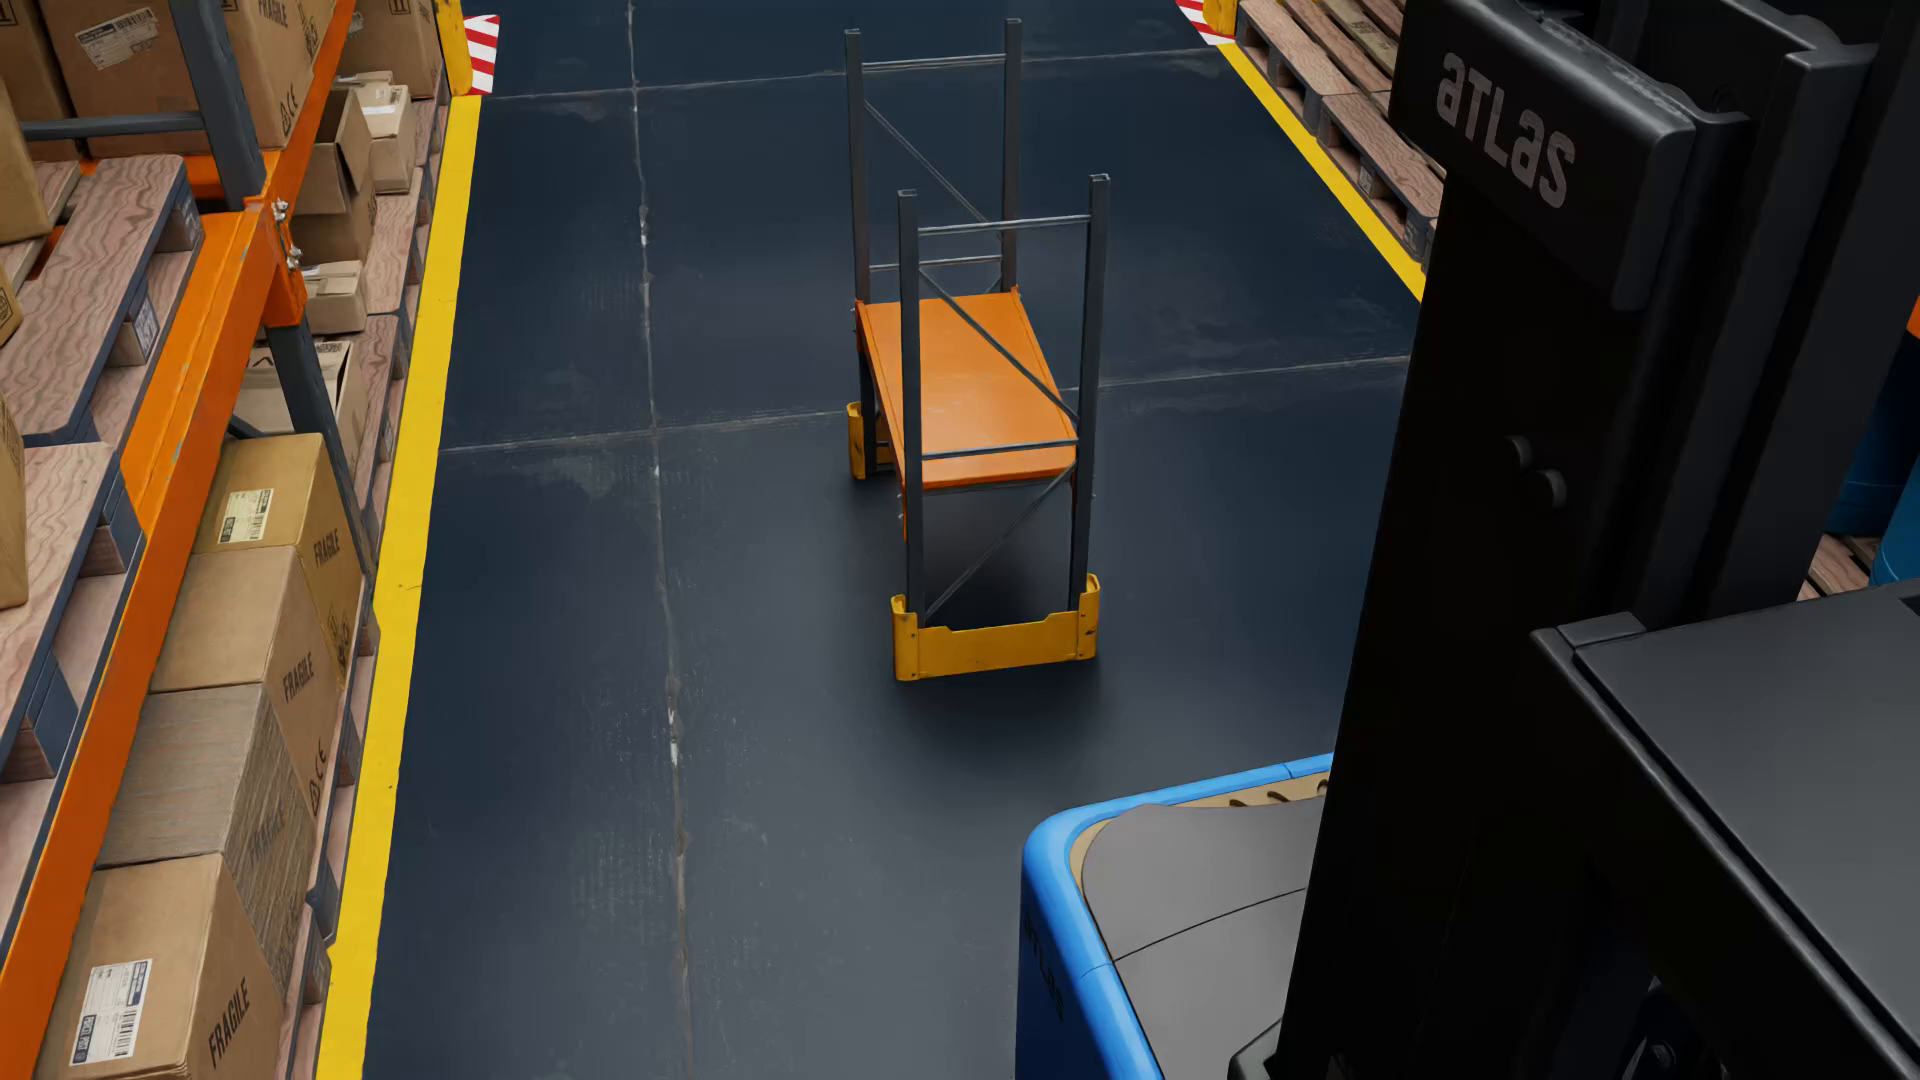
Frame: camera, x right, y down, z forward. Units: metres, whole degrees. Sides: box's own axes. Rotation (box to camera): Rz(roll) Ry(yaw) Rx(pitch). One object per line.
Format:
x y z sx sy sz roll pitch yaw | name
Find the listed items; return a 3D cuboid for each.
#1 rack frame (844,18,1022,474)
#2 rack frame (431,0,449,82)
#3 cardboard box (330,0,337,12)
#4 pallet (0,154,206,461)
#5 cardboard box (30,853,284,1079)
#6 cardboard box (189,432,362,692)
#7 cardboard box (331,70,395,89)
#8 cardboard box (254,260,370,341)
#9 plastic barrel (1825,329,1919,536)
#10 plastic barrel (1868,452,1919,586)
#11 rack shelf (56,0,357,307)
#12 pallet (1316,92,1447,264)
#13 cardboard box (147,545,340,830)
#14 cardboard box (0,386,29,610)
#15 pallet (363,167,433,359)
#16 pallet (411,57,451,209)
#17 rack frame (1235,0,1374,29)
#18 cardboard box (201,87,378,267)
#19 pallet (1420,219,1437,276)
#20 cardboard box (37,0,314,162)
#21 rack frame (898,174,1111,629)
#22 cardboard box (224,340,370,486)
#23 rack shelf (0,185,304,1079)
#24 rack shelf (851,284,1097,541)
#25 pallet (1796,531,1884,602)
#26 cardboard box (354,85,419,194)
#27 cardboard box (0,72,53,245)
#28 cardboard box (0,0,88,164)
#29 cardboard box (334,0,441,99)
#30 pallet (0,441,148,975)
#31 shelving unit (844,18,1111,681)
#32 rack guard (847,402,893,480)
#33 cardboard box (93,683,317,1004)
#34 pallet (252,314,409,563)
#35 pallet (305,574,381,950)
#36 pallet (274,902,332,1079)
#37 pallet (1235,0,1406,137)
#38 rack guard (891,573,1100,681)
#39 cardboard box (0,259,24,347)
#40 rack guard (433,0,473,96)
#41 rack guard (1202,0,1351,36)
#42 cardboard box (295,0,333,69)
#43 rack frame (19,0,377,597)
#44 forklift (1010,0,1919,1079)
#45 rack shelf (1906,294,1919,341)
-0.074 -0.848 5.119 0.500 1.500 0.032 -6 38 -8 | rack frame
-2.979 -3.414 7.200 1.000 3.000 0.127 -6 38 -8 | rack frame
-2.277 -1.986 5.280 0.500 0.500 0.500 -6 38 -8 | cardboard box
-2.245 -0.428 3.513 1.003 0.211 1.213 -6 38 -8 | pallet
-1.652 0.992 3.207 0.500 0.500 0.500 -7 38 -9 | cardboard box
-1.909 0.082 4.378 0.500 0.500 0.500 -6 38 -8 | cardboard box
-2.659 -1.913 7.218 0.380 0.166 0.250 -6 38 -8 | cardboard box
-2.300 -0.851 5.852 0.380 0.166 0.250 -6 38 -8 | cardboard box
2.678 -0.536 4.862 0.600 0.901 0.708 -6 38 -8 | plastic barrel
2.802 -0.108 4.312 0.600 0.901 0.708 -6 38 -8 | plastic barrel
-2.628 -1.922 5.866 1.077 0.370 4.000 -6 38 -8 | rack shelf
2.215 -1.606 7.145 1.003 0.211 1.213 -6 38 -8 | pallet
-1.831 0.382 3.992 0.500 0.500 0.500 -6 38 -8 | cardboard box
-1.907 -0.143 2.565 0.700 0.500 0.500 -16 41 -19 | cardboard box
-2.615 -1.050 6.430 1.003 0.211 1.213 -6 38 -8 | pallet
-2.825 -1.786 7.377 1.003 0.211 1.213 -6 38 -8 | pallet
1.898 -3.945 7.883 1.000 3.000 0.127 -6 38 -8 | rack frame
-2.612 -1.320 6.181 0.797 0.503 0.637 -6 38 -8 | cardboard box
2.432 -0.868 6.195 1.003 0.211 1.213 -6 38 -8 | pallet
-2.099 -1.375 4.493 0.500 0.500 0.500 -5 38 -7 | cardboard box
0.104 -0.234 4.328 0.500 1.500 0.032 -6 38 -8 | rack frame
-2.138 -0.387 5.136 0.500 0.311 0.500 -6 38 -8 | cardboard box
-1.927 0.494 2.756 1.077 0.370 4.000 -6 38 -8 | rack shelf
0.015 -0.399 4.834 0.538 0.185 1.000 -6 38 -8 | rack shelf
2.694 0.043 5.023 1.003 0.211 1.213 -6 38 -8 | pallet
-2.504 -1.623 6.777 0.500 0.250 0.500 -6 38 -8 | cardboard box
-2.415 -0.893 3.531 0.700 0.500 0.500 -19 42 -23 | cardboard box
-2.618 -1.312 4.412 0.500 0.500 0.500 -6 38 -7 | cardboard box
-2.641 -2.299 7.443 0.500 0.500 0.500 -6 38 -8 | cardboard box
-1.922 0.319 2.550 1.003 0.211 1.213 -6 38 -8 | pallet
0.013 -0.546 4.731 0.587 1.500 1.083 -6 38 -8 | shelving unit
-0.074 -0.353 5.501 0.587 0.250 0.087 -6 38 -8 | rack guard
-1.743 0.685 3.603 0.500 0.500 0.500 -6 38 -7 | cardboard box
-2.397 -0.312 5.480 1.003 0.211 1.213 -6 38 -8 | pallet
-2.098 0.590 4.318 1.003 0.211 1.213 -6 38 -8 | pallet
-1.881 1.329 3.368 1.003 0.211 1.213 -6 38 -8 | pallet
2.005 -2.341 8.092 1.003 0.211 1.213 -6 38 -8 | pallet
0.101 0.248 4.727 0.587 0.250 0.087 -6 38 -8 | rack guard
-2.232 -0.485 3.005 0.700 0.500 0.500 -1 38 -1 | cardboard box
-2.966 -2.381 7.908 1.175 0.500 0.348 -6 38 -8 | rack guard
1.881 -2.971 8.666 1.175 0.500 0.348 -6 38 -8 | rack guard
-2.192 -1.684 4.891 0.500 0.500 0.500 -6 38 -7 | cardboard box
-2.278 -0.998 4.090 1.000 3.000 0.127 -6 38 -8 | rack frame
0.986 0.961 1.625 1.130 2.935 3.031 -10 39 -13 | forklift
2.950 -0.037 3.439 1.077 0.370 4.000 -6 38 -8 | rack shelf
